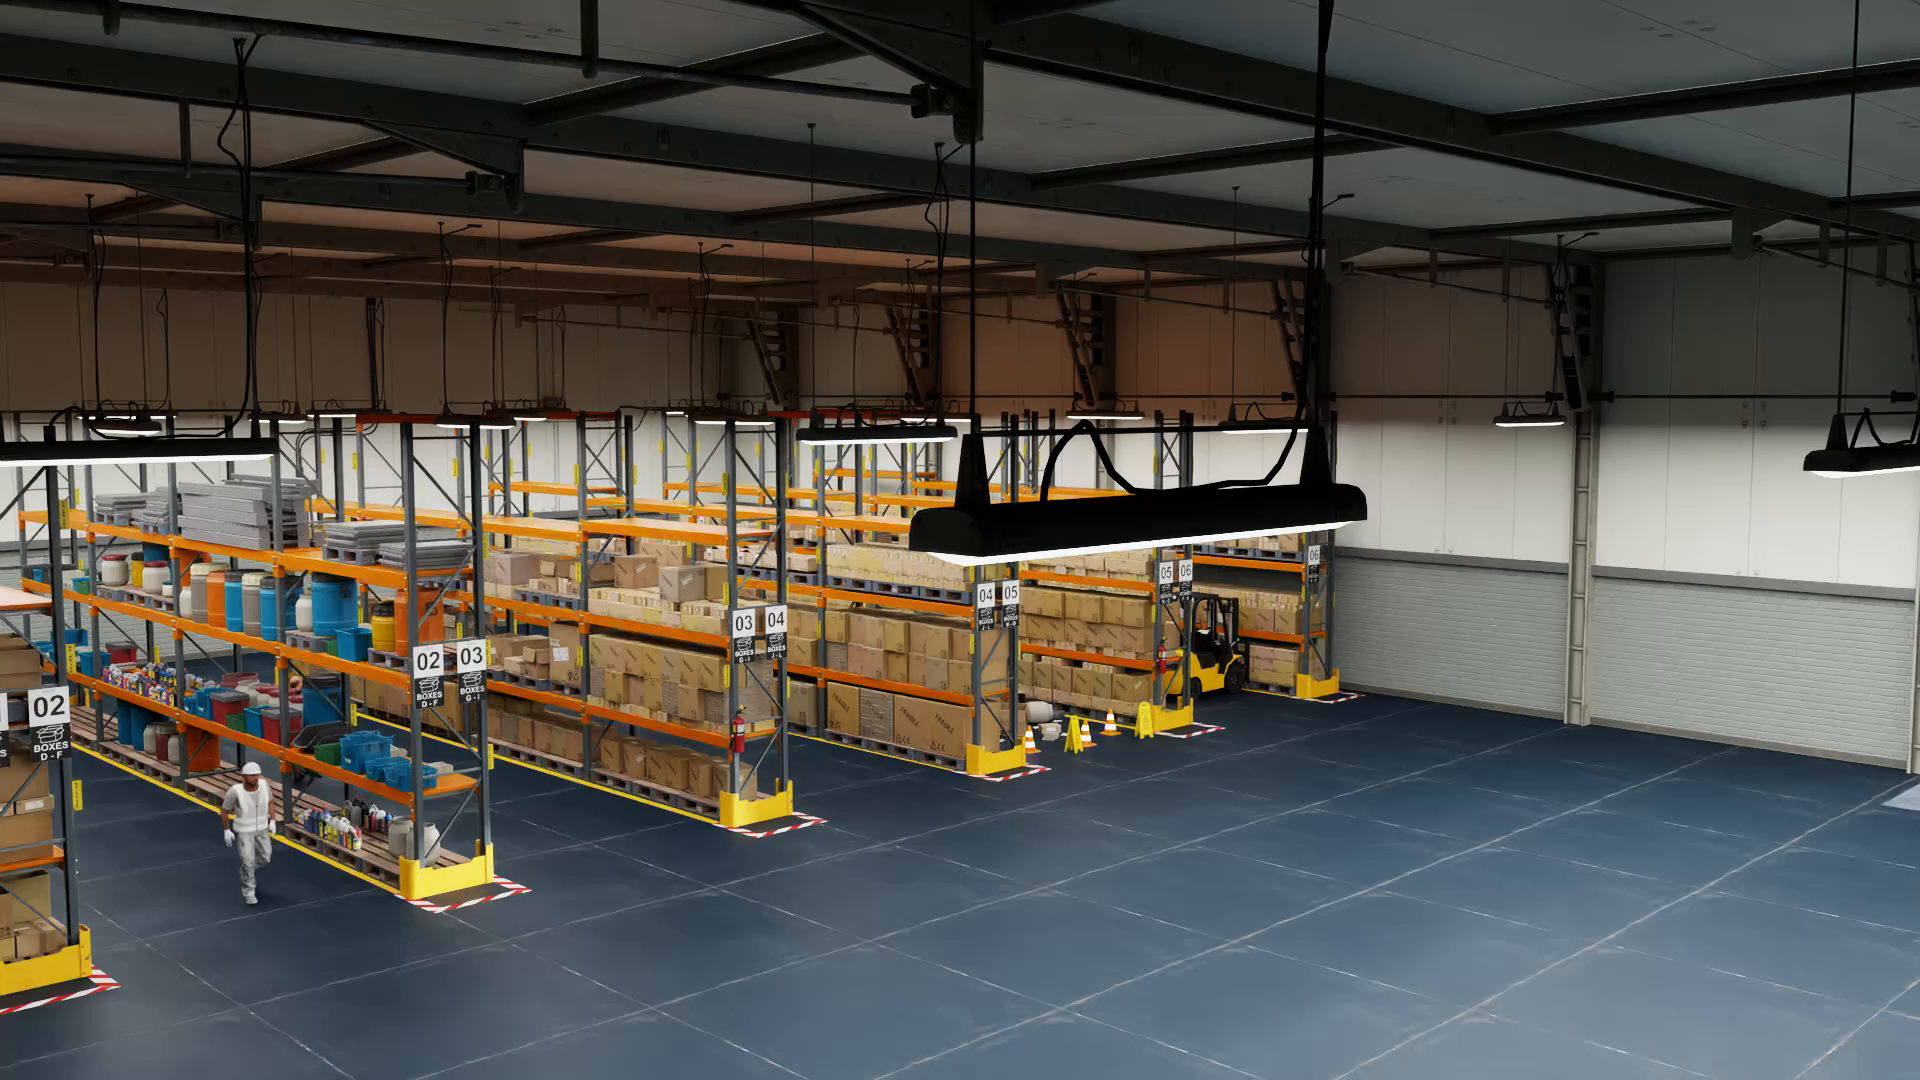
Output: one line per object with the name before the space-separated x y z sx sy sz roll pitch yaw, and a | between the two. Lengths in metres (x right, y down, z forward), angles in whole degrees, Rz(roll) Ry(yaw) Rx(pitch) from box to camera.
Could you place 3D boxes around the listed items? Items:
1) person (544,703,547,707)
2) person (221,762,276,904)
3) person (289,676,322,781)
person | -8.184 2.744 32.278 0.518 1.582 0.702 -4 6 -35
person | -8.974 3.642 20.930 0.702 1.761 0.640 4 6 40
person | -10.868 3.092 27.399 0.623 1.706 0.513 0 5 3
